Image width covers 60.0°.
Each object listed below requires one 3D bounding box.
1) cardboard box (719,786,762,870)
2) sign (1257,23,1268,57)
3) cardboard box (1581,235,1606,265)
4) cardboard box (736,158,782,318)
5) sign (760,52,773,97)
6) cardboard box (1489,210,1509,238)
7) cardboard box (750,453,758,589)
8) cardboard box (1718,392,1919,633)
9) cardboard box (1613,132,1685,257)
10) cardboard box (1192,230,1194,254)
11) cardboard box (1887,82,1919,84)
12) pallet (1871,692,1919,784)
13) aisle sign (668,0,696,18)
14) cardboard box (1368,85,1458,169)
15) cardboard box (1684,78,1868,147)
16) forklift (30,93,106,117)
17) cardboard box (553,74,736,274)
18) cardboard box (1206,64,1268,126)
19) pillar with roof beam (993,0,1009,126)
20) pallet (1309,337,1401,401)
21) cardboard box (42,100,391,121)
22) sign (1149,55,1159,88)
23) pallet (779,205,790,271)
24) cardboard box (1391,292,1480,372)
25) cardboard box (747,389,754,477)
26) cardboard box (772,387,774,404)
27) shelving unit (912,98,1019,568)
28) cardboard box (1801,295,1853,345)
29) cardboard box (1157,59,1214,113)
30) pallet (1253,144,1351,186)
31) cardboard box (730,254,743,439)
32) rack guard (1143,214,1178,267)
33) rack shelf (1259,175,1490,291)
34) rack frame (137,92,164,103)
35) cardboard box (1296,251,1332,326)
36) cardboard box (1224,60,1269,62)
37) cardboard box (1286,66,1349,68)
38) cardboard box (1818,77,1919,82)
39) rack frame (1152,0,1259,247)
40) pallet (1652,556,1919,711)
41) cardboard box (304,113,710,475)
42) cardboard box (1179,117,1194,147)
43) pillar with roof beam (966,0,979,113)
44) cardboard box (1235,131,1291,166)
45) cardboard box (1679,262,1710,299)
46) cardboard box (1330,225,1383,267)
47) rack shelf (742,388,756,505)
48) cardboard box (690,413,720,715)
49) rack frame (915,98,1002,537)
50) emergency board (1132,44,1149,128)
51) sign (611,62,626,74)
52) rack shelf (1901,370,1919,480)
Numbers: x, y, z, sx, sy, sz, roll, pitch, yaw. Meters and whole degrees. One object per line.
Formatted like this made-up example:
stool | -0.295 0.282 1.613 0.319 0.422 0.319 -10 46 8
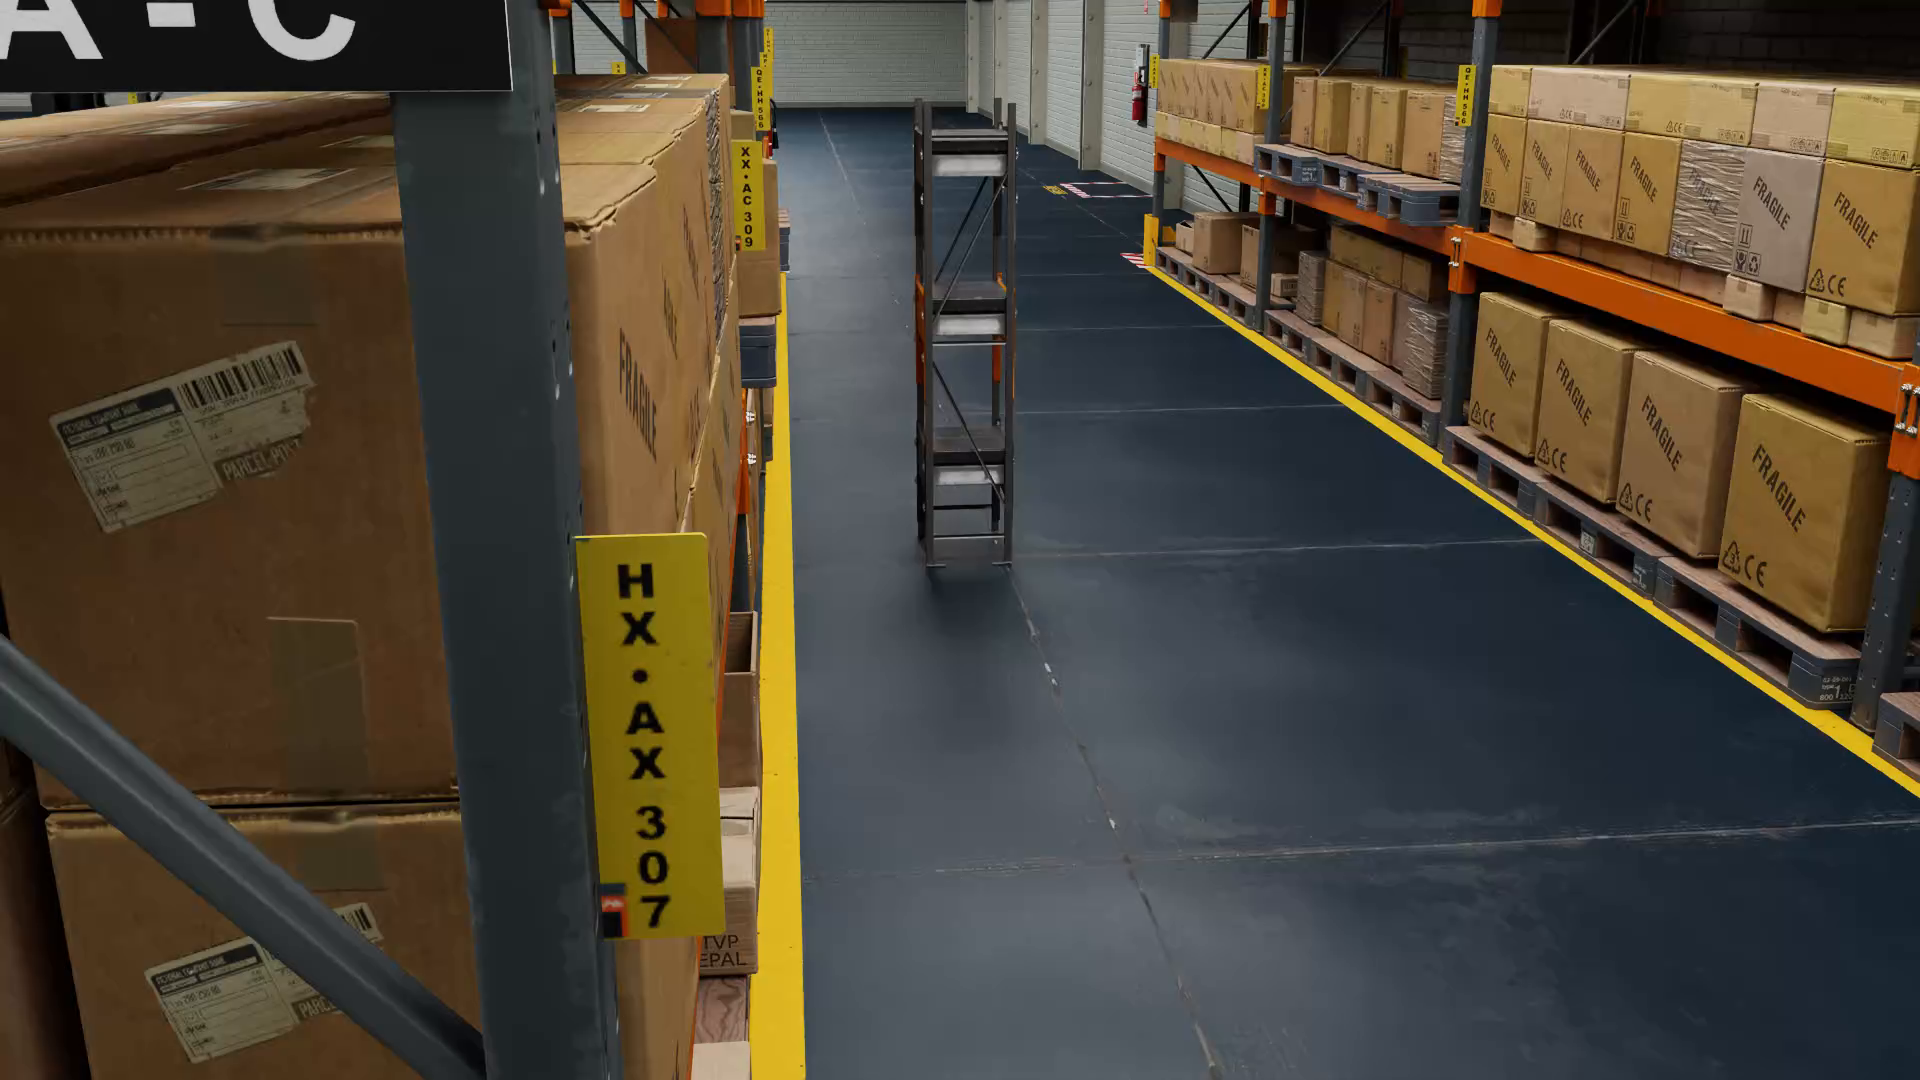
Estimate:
cardboard box | -0.745 0.811 4.611 0.380 0.149 0.250 -2 18 -6
sign | 3.059 -5.054 16.806 0.100 0.325 0.005 -2 18 -6
cardboard box | 3.278 -1.435 8.126 0.380 0.149 0.250 -1 17 -4
cardboard box | -1.011 -1.006 5.506 0.700 0.500 0.500 -8 19 -24
sign | -1.471 -3.528 12.605 0.100 0.325 0.005 -2 18 -6
cardboard box | 3.134 -1.740 9.099 0.380 0.149 0.250 -2 18 -6
cardboard box | -1.102 -0.087 6.884 0.500 0.500 0.500 -2 17 -5
cardboard box | 3.546 -0.129 6.467 0.750 0.750 0.750 -2 17 -5
cardboard box | 3.282 -1.543 7.388 0.500 0.500 0.500 -1 17 -4
cardboard box | 2.546 -2.888 16.122 0.500 0.311 0.500 0 17 -1
cardboard box | 3.894 -1.622 6.386 0.500 0.250 0.500 -2 17 -5
pallet | 3.743 0.795 5.292 1.003 0.211 1.213 -2 18 -6
aisle sign | -2.733 -5.436 16.143 0.394 0.787 0.004 -2 18 -6
cardboard box | 3.121 -2.724 10.944 0.700 0.500 0.500 -2 18 -6
cardboard box | 3.344 -1.757 6.817 0.500 0.250 0.500 -1 17 -5
forklift | -3.053 -1.164 6.991 1.130 2.935 3.031 -2 18 -6
cardboard box | -0.875 -0.992 4.493 0.500 0.500 0.500 -2 18 -5
cardboard box | 2.463 -3.874 14.473 0.500 0.500 0.500 -2 18 -7
pillar with roof beam | -3.320 -14.037 37.866 9.100 9.000 0.400 -2 18 -6
pallet | 3.128 -1.221 11.714 1.003 0.211 1.213 -2 18 -6
cardboard box | -1.255 -0.525 3.005 0.500 0.500 0.500 -1 17 -4
sign | 1.965 -4.736 16.808 0.100 0.325 0.005 -2 18 -6
pallet | -1.457 -1.510 8.301 1.213 0.211 1.003 -2 18 -6
cardboard box | 3.266 -1.343 10.886 0.700 0.500 0.500 -2 18 -6
cardboard box | -1.095 -0.435 6.741 0.500 0.250 0.500 -2 18 -6
cardboard box | -1.412 -1.005 10.260 0.500 0.250 0.500 -2 18 -7
shelving unit | 0.017 -0.952 7.705 0.431 2.100 0.503 -2 18 -6
cardboard box | 3.377 -0.820 6.168 0.380 0.149 0.250 -1 17 -5
cardboard box | 2.255 -4.484 16.416 0.500 0.500 0.500 -2 18 -6
pallet | 2.852 -2.824 12.484 1.003 0.211 1.213 -2 18 -6
cardboard box | -0.878 -0.517 4.648 0.500 0.500 0.500 -1 17 -5
rack guard | 2.513 -3.124 17.294 1.175 0.500 0.348 -2 18 -6
rack shelf | 3.124 -2.209 11.405 1.077 0.370 4.000 -2 18 -6
rack frame | -7.349 -4.033 16.016 1.000 3.000 0.127 -2 18 -6
cardboard box | 3.010 -1.946 12.807 0.700 0.500 0.500 -1 17 -4
cardboard box | 2.807 -4.351 15.993 0.500 0.500 0.500 -2 17 -5
cardboard box | 3.027 -3.744 14.060 0.500 0.500 0.500 -2 18 -6
cardboard box | 3.837 -1.771 6.862 0.500 0.250 0.500 -2 18 -7
rack frame | 2.505 -4.339 16.991 1.000 3.000 0.127 -2 18 -6
pallet | 3.588 0.339 6.746 1.003 0.211 1.213 -2 18 -6
cardboard box | -0.663 -0.388 2.569 0.500 0.500 0.500 -2 17 -5
cardboard box | 2.354 -3.816 15.541 0.500 0.250 0.500 -2 18 -7
pillar with roof beam | -3.939 -15.825 43.560 9.100 9.000 0.400 -2 18 -6
cardboard box | 2.567 -3.217 13.634 0.500 0.250 0.500 -2 18 -6
cardboard box | 3.339 -1.126 7.141 0.380 0.149 0.250 -2 18 -7
cardboard box | 3.059 -2.173 12.277 0.500 0.250 0.500 -2 18 -7
rack shelf | -1.391 -0.863 7.118 1.077 0.370 4.000 -2 18 -6
cardboard box | -0.663 0.090 2.714 0.500 0.500 0.500 -2 18 -6
rack frame | -0.008 -1.025 7.937 0.400 2.100 0.015 -2 18 -6
emergency board | 2.602 -6.683 24.455 0.194 1.169 0.643 -2 18 -6
sign | -2.561 -3.427 12.507 0.100 0.325 0.005 -2 18 -6
rack shelf | 3.949 0.175 3.813 1.077 0.370 4.000 -2 18 -6
